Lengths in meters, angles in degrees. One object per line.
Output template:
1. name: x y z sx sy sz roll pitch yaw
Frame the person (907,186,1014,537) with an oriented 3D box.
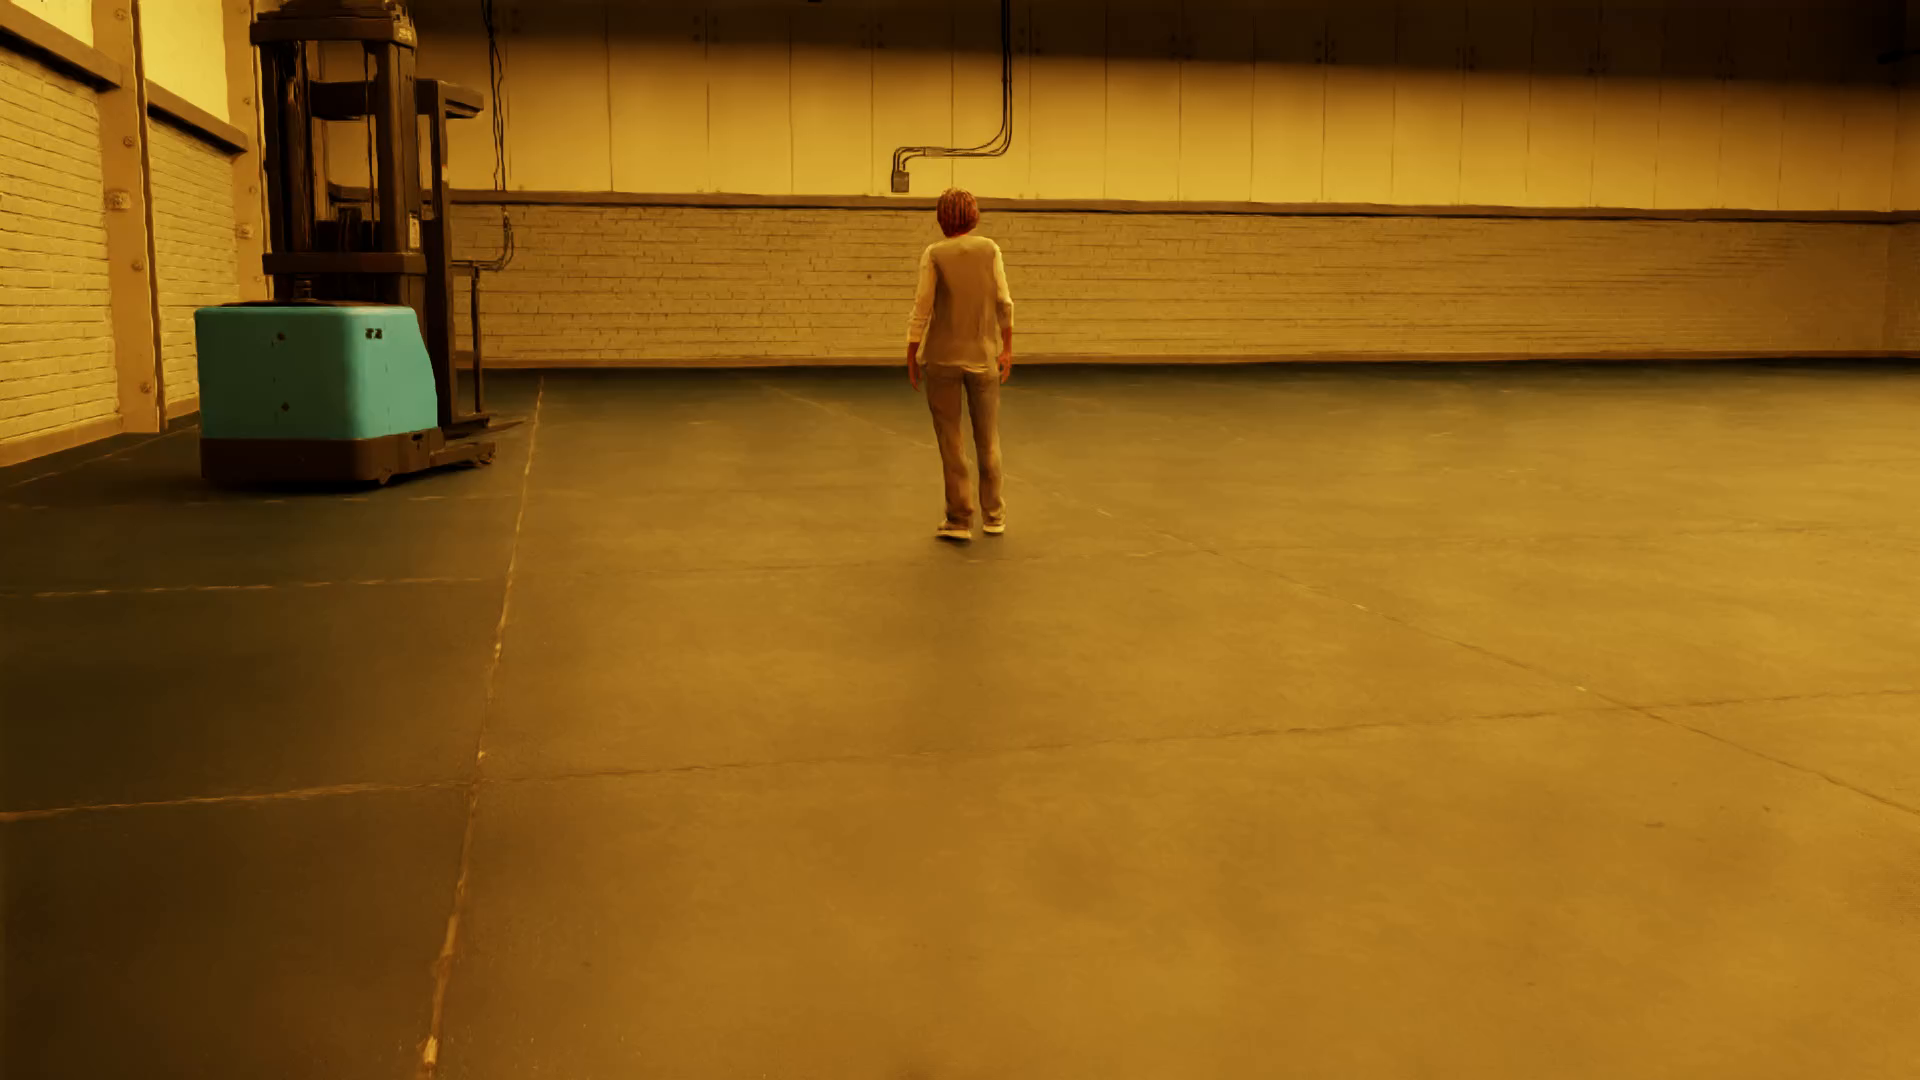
1. person: -0.004 -0.808 7.670 0.521 1.597 0.474 -2 8 -13

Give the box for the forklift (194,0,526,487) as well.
1. forklift: -3.793 -1.938 10.975 1.130 2.935 3.031 1 8 6
